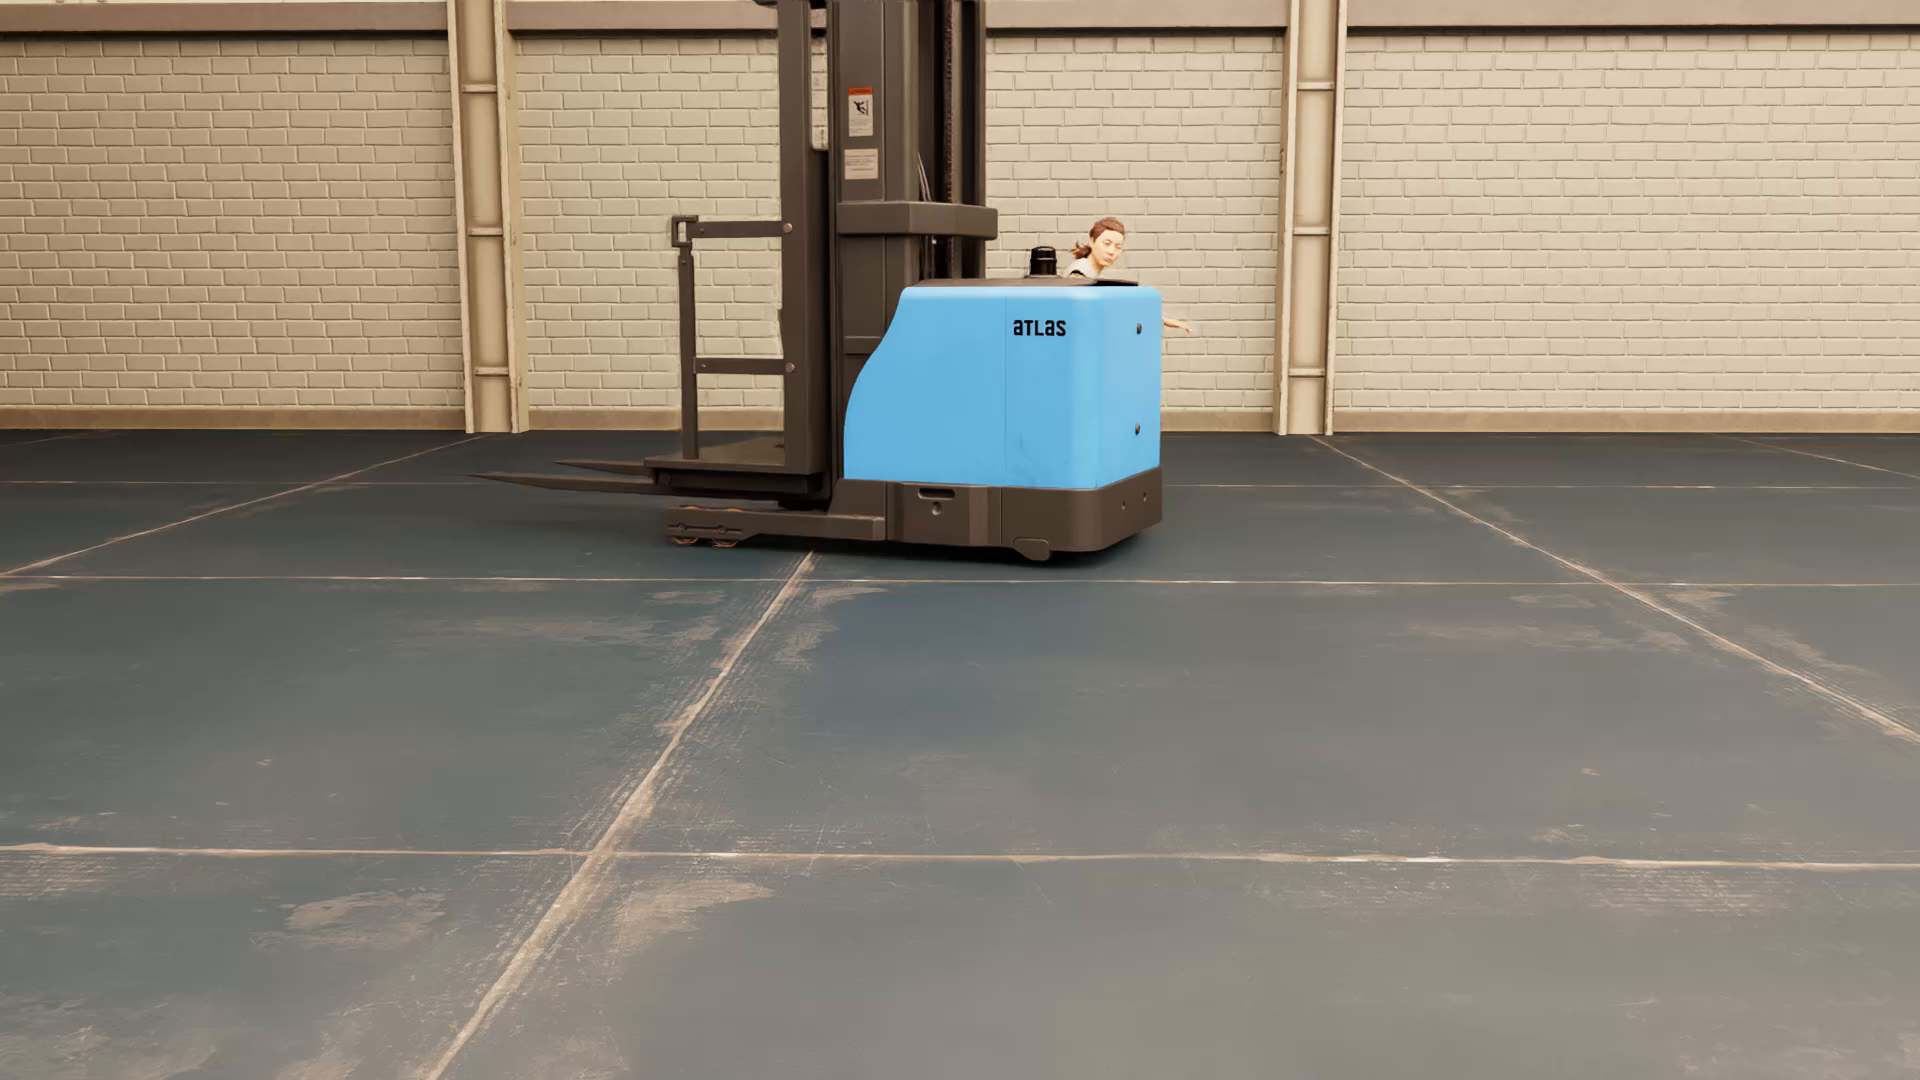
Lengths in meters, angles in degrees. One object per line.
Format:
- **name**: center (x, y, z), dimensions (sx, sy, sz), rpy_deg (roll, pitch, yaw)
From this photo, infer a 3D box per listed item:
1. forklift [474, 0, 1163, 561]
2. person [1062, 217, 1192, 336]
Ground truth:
- **forklift**: center (-0.694, -1.486, 7.147), dimensions (3.031, 2.935, 1.130), rpy_deg (4, 9, 22)
- **person**: center (0.789, -0.924, 8.560), dimensions (1.071, 1.461, 0.797), rpy_deg (-4, 9, -22)
